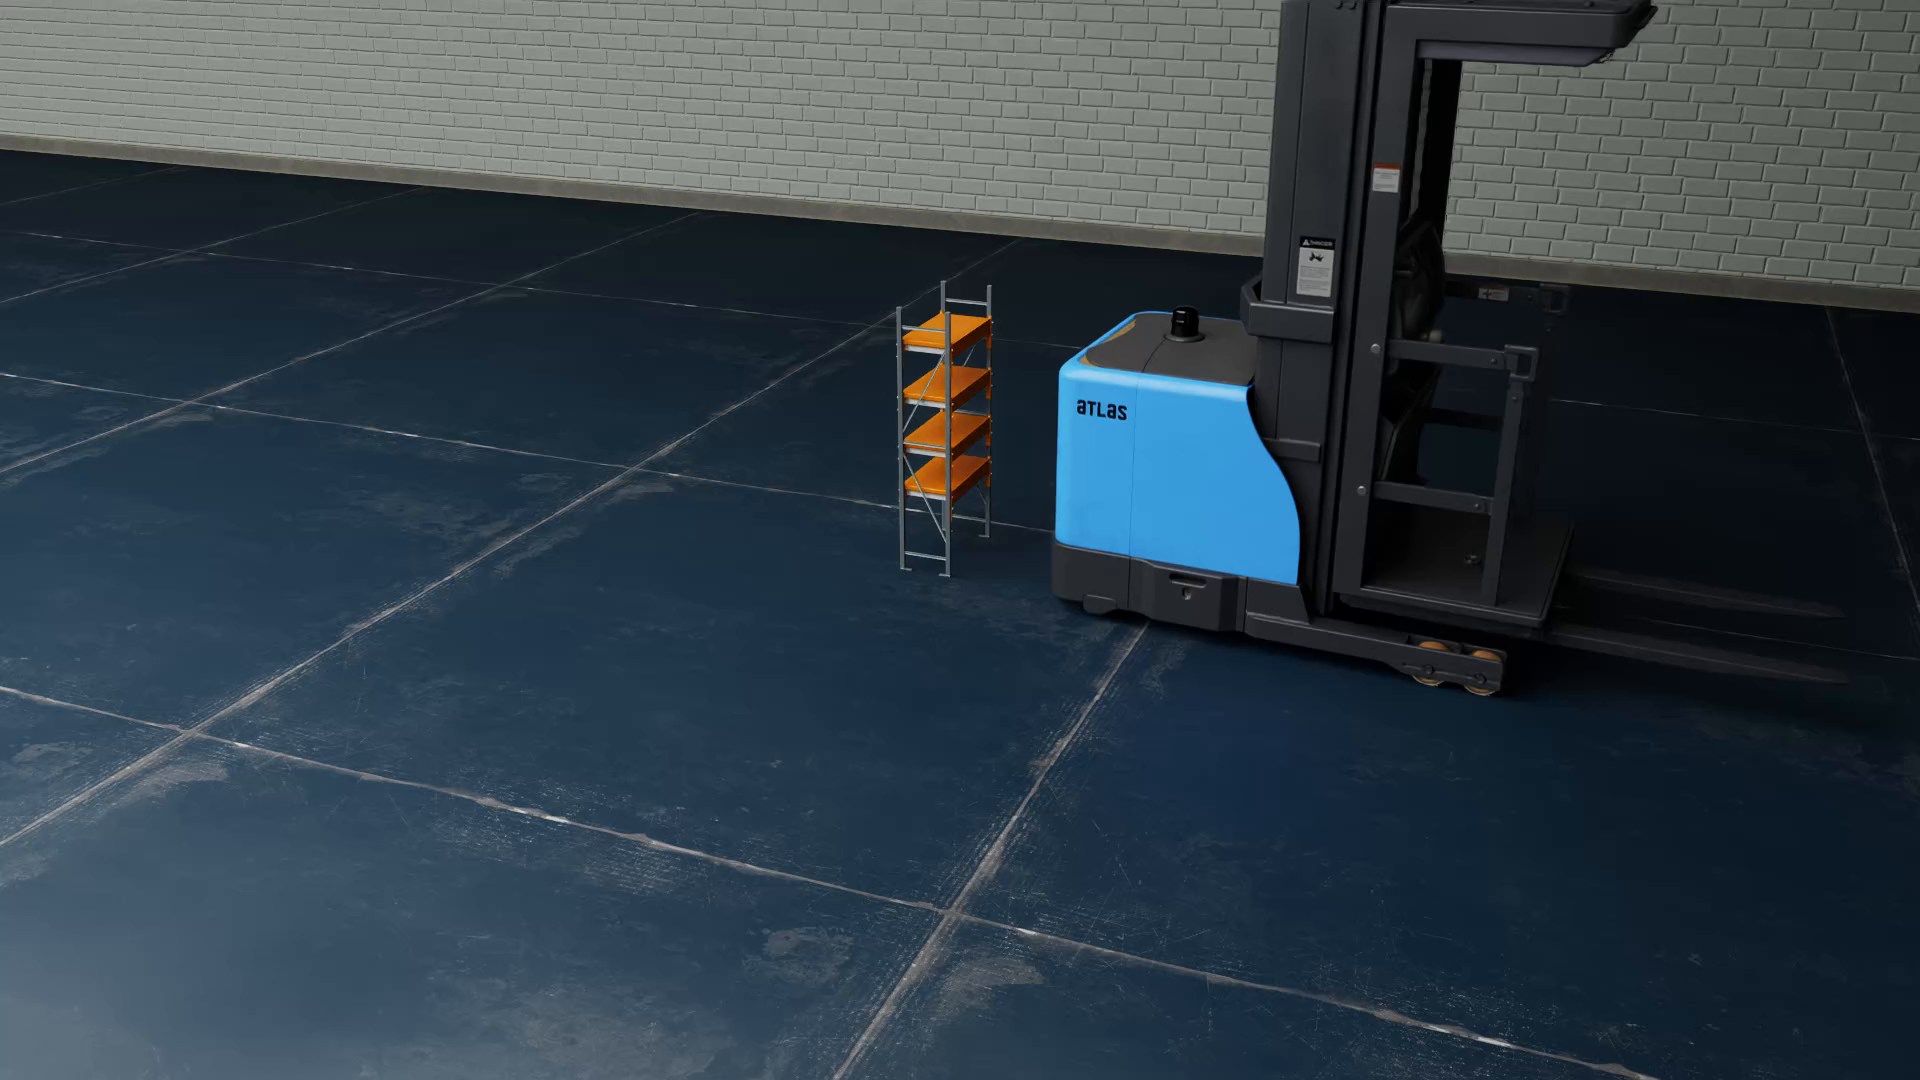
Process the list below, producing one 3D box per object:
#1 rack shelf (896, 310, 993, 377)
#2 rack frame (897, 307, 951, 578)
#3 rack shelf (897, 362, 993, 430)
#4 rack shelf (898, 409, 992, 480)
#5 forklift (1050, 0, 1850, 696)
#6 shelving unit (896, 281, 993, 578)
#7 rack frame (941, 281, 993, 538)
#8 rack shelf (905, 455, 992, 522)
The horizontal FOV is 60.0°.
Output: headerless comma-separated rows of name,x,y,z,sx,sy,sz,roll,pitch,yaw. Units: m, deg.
rack shelf,-0.062,-0.857,7.225,0.258,0.148,0.480,9,24,20
rack frame,-0.152,-0.407,7.168,0.240,1.200,0.015,9,24,20
rack shelf,-0.061,-0.639,7.317,0.258,0.148,0.480,9,24,20
rack shelf,-0.061,-0.432,7.403,0.258,0.148,0.480,9,24,20
forklift,1.945,-0.994,6.327,3.031,2.935,1.130,10,25,23
shelving unit,-0.061,-0.494,7.377,0.258,1.200,0.503,9,24,20
rack frame,0.029,-0.582,7.586,0.240,1.200,0.015,9,24,20
rack shelf,-0.061,-0.249,7.479,0.258,0.148,0.480,9,24,20
